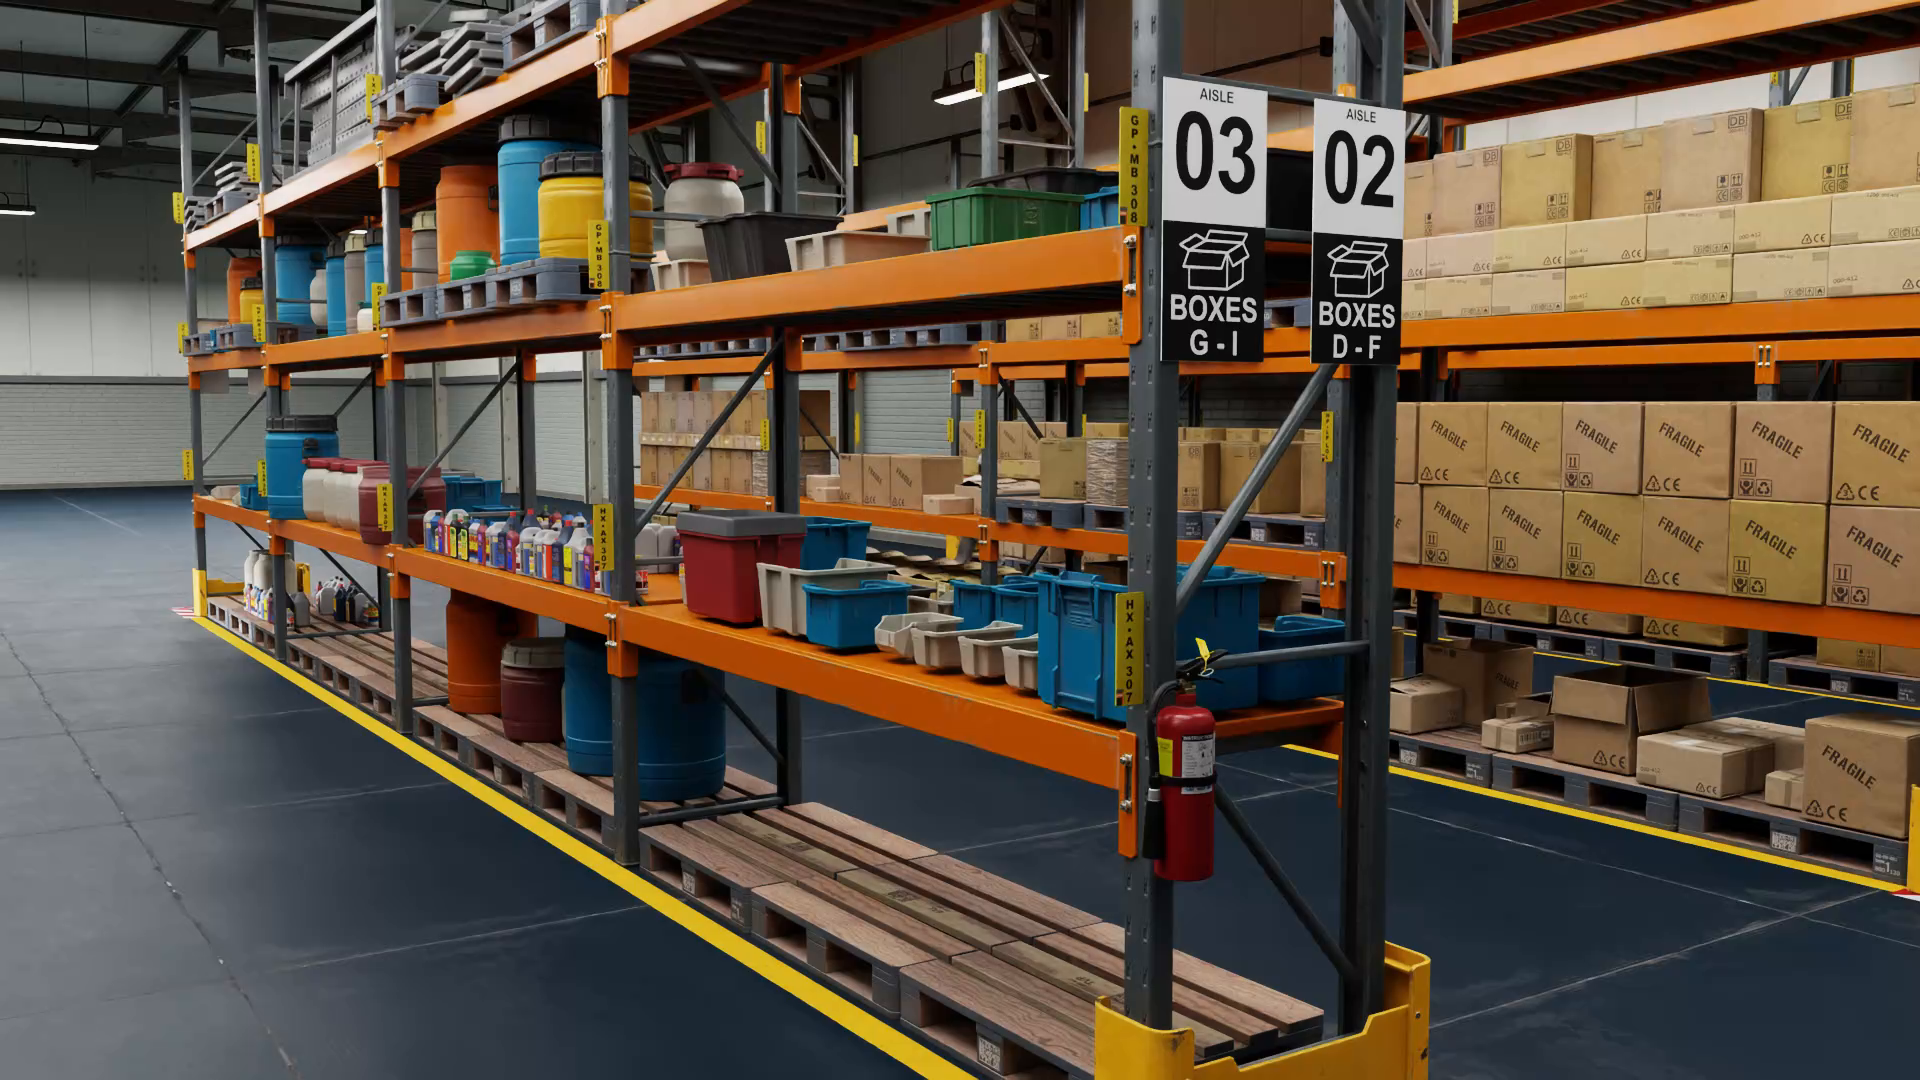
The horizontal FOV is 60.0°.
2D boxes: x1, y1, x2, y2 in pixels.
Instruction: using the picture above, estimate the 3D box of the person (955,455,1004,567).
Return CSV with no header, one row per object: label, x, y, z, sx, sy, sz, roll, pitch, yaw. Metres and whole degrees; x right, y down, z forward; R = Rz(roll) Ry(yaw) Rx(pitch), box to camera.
person,0.230,-0.116,18.903,0.659,1.737,0.918,4,6,40
